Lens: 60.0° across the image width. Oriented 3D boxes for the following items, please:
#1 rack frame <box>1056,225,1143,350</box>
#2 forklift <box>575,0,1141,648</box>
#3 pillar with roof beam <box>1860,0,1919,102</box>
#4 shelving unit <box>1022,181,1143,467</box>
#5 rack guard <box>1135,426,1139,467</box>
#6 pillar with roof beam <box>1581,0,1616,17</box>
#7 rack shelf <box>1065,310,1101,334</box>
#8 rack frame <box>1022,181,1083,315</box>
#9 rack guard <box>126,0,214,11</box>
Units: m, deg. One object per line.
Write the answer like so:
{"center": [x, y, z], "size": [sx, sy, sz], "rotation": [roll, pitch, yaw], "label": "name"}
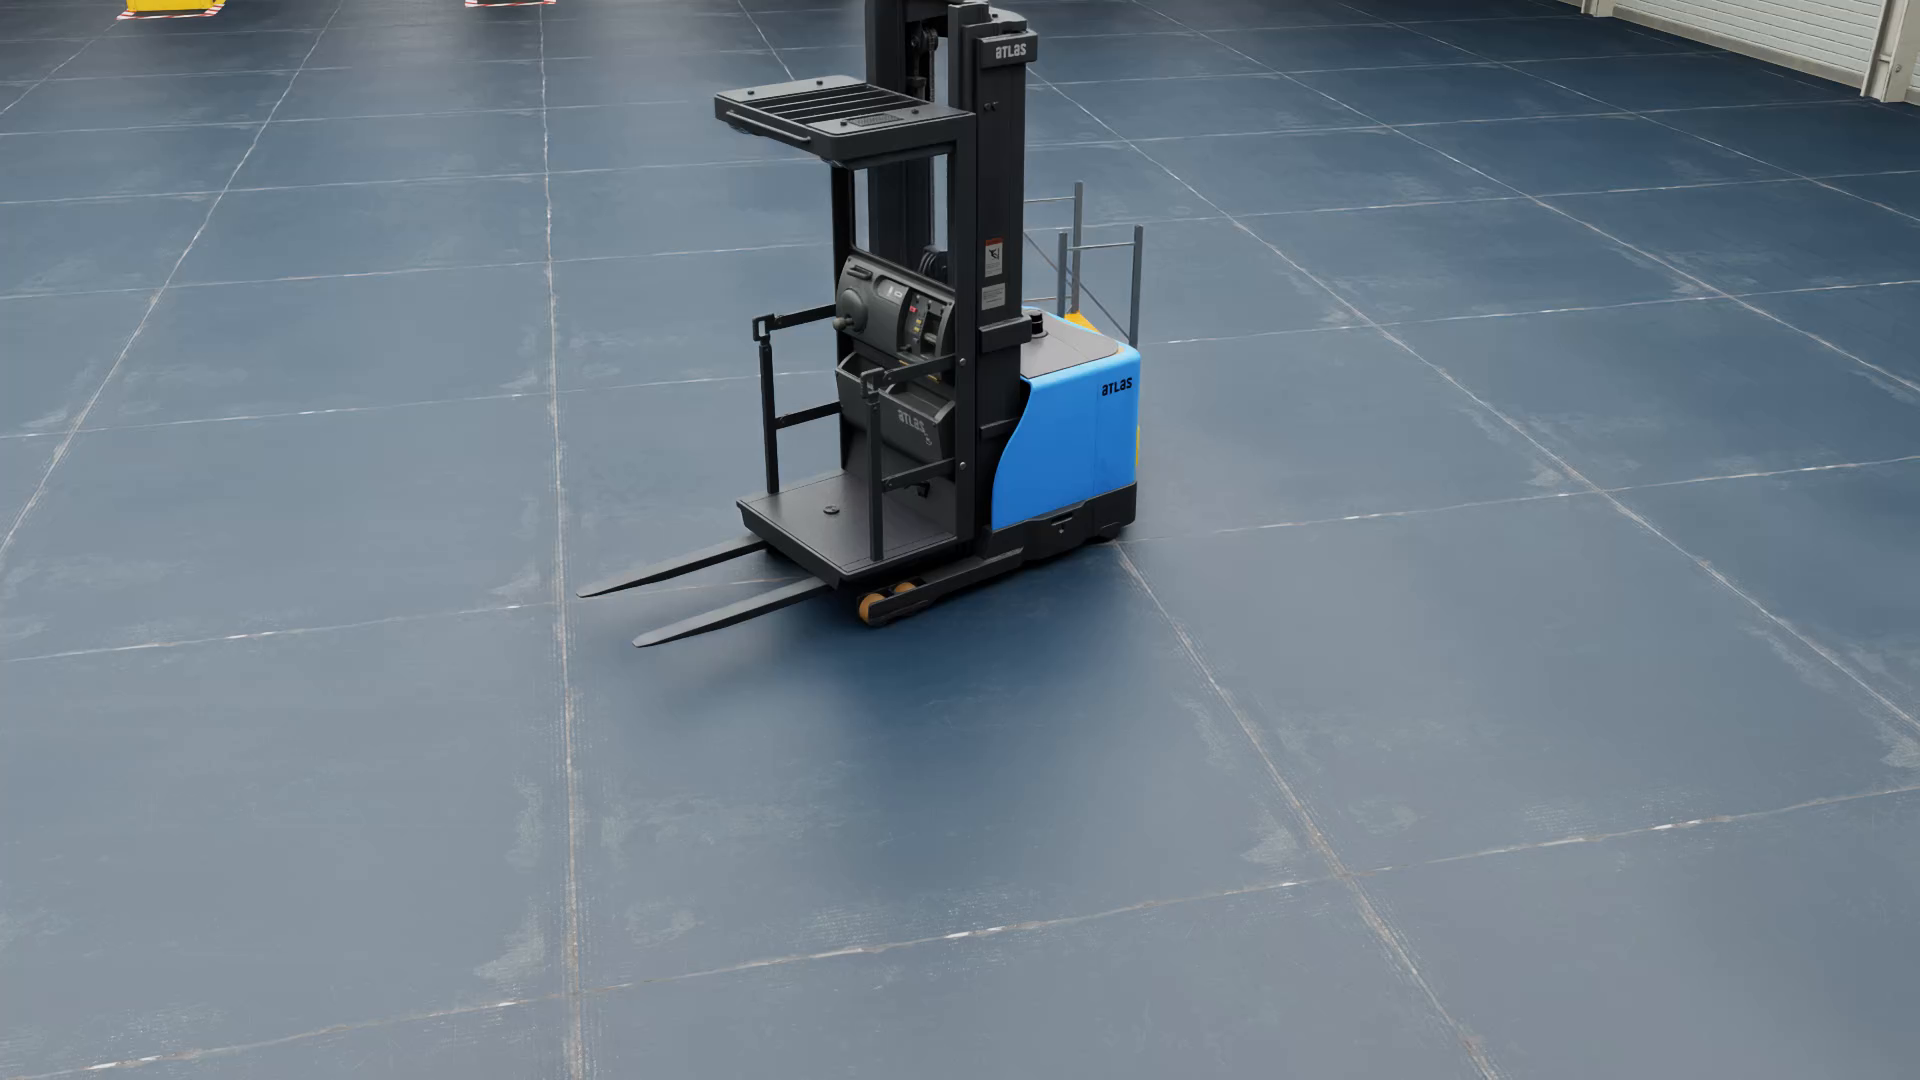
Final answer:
{"center": [0.799, -1.091, 9.747], "size": [0.500, 1.500, 0.032], "rotation": [-7, 28, -14], "label": "rack frame"}
{"center": [-0.498, -1.140, 8.255], "size": [3.031, 2.935, 1.130], "rotation": [-19, 32, -32], "label": "forklift"}
{"center": [6.640, -8.767, 16.632], "size": [9.100, 9.000, 0.400], "rotation": [-6, 27, -12], "label": "pillar with roof beam"}
{"center": [0.657, -1.315, 10.192], "size": [0.587, 1.500, 1.083], "rotation": [-7, 28, -14], "label": "shelving unit"}
{"center": [0.794, -0.542, 10.046], "size": [0.587, 0.250, 0.087], "rotation": [-7, 28, -14], "label": "rack guard"}
{"center": [5.288, -11.401, 21.851], "size": [9.100, 9.000, 0.400], "rotation": [-6, 27, -12], "label": "pillar with roof beam"}
{"center": [0.660, -1.151, 10.265], "size": [0.538, 0.185, 1.000], "rotation": [-7, 28, -14], "label": "rack shelf"}
{"center": [0.520, -1.532, 10.620], "size": [0.500, 1.500, 0.032], "rotation": [-7, 28, -14], "label": "rack frame"}
{"center": [-11.970, -8.294, 25.128], "size": [1.175, 0.500, 0.348], "rotation": [-6, 27, -12], "label": "rack guard"}
